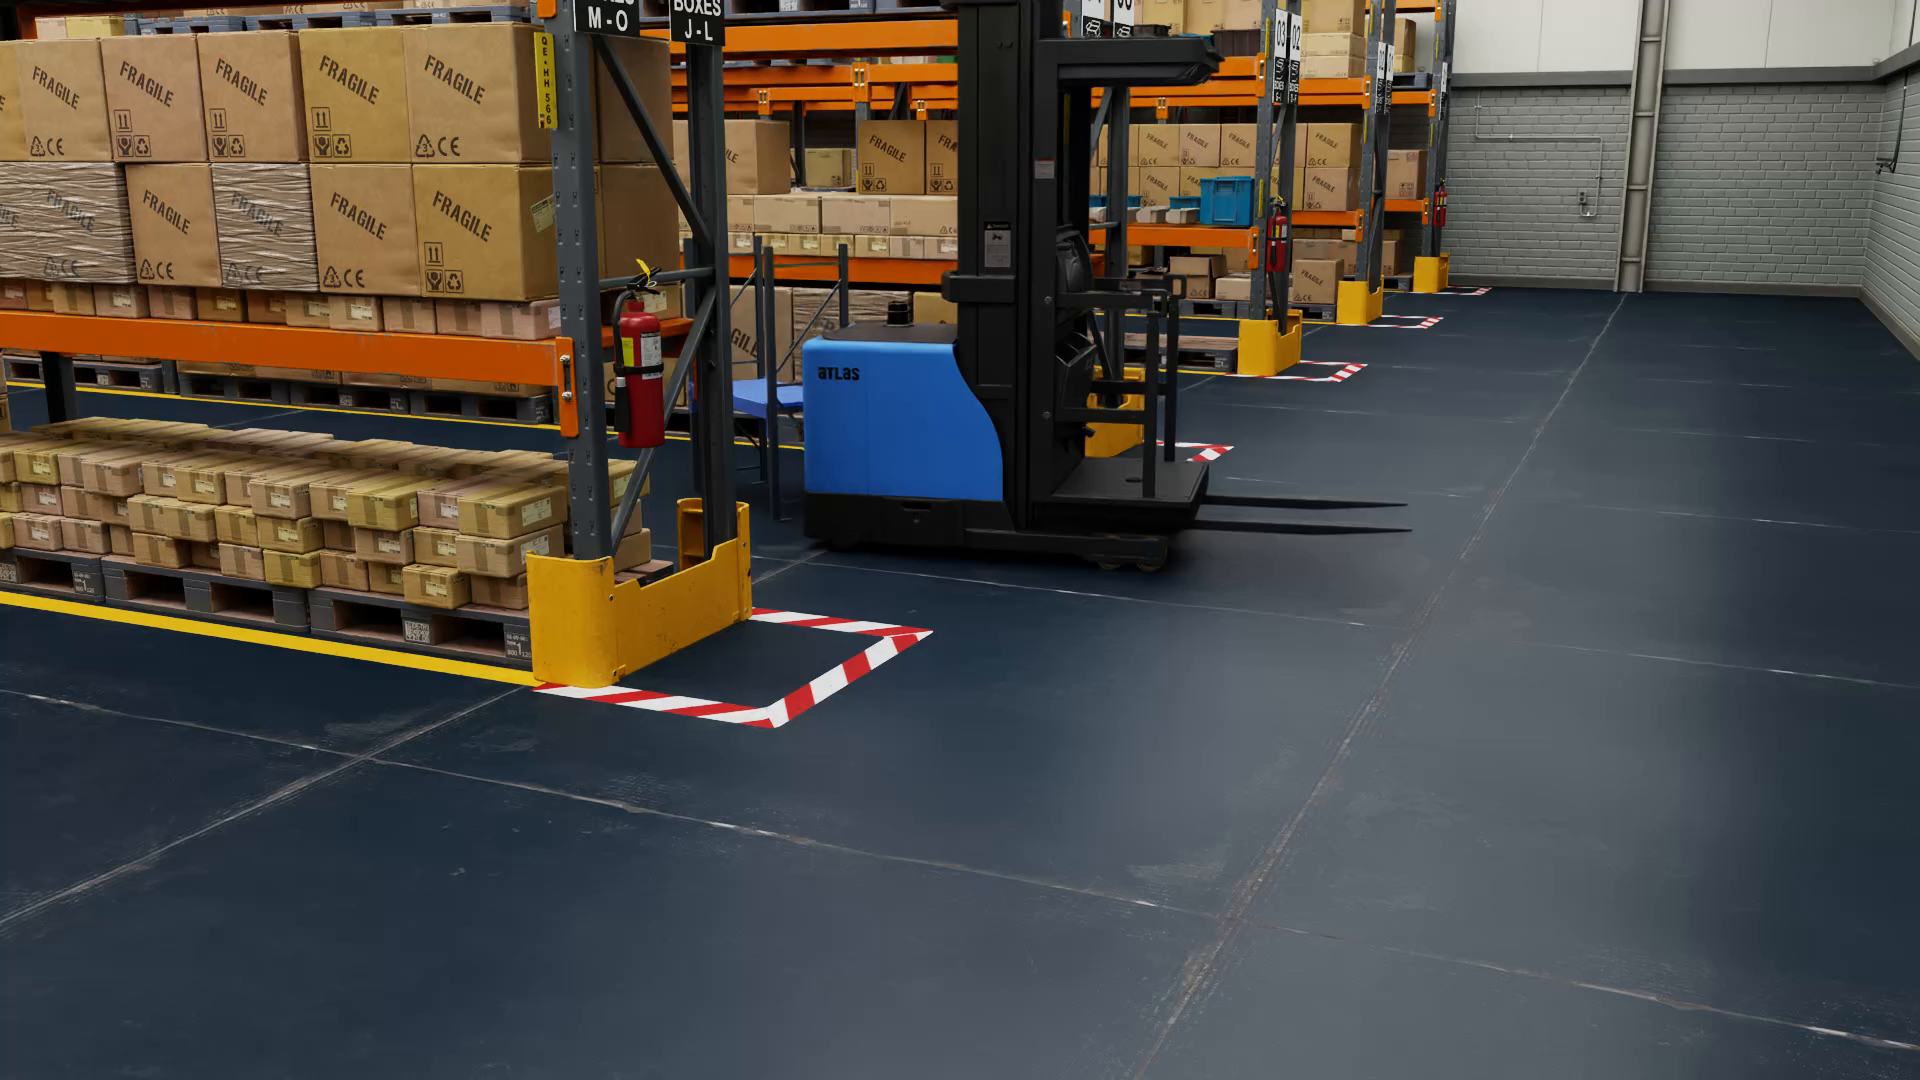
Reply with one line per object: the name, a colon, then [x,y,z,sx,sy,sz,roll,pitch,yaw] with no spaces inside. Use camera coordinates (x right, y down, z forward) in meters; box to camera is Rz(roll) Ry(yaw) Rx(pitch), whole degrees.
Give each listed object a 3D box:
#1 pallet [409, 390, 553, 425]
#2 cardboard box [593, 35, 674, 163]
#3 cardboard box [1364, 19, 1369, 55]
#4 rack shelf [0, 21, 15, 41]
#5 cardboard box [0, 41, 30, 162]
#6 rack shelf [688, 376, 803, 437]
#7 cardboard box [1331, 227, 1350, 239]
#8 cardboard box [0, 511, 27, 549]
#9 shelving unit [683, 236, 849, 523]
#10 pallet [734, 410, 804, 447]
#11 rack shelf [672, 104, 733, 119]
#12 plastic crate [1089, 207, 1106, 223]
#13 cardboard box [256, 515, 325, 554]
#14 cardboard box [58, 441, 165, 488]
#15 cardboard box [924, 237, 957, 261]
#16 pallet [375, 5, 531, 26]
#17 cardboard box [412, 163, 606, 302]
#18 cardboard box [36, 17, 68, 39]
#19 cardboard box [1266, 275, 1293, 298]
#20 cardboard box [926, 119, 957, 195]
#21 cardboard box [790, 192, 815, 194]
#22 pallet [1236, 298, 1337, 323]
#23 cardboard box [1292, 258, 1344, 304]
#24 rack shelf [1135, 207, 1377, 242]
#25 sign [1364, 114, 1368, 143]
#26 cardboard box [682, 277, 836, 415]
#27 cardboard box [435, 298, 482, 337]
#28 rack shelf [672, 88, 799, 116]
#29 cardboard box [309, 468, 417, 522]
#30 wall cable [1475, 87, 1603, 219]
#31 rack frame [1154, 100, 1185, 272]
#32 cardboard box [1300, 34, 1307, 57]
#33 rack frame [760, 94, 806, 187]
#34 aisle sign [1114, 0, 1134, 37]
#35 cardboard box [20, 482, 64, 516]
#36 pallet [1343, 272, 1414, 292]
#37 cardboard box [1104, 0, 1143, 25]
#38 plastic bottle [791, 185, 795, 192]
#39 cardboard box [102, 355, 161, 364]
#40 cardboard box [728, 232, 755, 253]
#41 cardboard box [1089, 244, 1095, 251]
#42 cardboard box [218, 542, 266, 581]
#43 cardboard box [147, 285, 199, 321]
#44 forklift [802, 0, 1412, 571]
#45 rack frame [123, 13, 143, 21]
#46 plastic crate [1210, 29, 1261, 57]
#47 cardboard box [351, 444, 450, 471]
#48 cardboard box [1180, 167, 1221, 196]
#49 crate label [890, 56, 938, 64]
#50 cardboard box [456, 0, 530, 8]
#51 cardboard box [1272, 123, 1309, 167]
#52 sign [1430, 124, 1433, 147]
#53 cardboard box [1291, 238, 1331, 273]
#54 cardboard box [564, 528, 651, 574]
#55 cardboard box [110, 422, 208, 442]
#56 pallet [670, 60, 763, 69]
pallet: [-3.512,-1.114,13.040,1.213,0.211,1.003,6,14,23]
cardboard box: [-1.523,-1.796,6.786,0.500,0.500,0.500,6,14,23]
cardboard box: [5.668,-7.214,23.917,0.500,0.500,0.500,6,15,25]
rack shelf: [-6.705,-2.684,8.638,4.000,0.370,1.077,6,14,23]
cardboard box: [-4.083,-1.932,7.364,0.500,0.500,0.500,5,14,22]
rack shelf: [-1.112,-0.781,9.586,0.538,0.185,1.000,-9,16,-33]
cardboard box: [5.723,-4.597,24.912,0.250,0.149,0.380,6,14,24]
cardboard box: [-4.431,-0.080,7.853,0.250,0.149,0.380,6,15,25]
shelving unit: [-1.112,-0.956,9.545,0.538,1.500,1.048,-9,16,-33]
pallet: [-0.993,-0.859,11.954,1.213,0.211,1.003,6,14,23]
rack shelf: [-5.900,-7.555,29.395,4.000,0.370,1.077,6,14,23]
plastic crate: [1.267,-3.093,15.815,0.250,0.136,0.298,6,14,23]
cardboard box: [-2.772,-0.063,7.126,0.250,0.149,0.380,6,14,24]
cardboard box: [-3.919,-0.350,7.699,0.250,0.149,0.380,5,14,22]
cardboard box: [-0.046,-1.935,10.985,0.250,0.149,0.380,6,14,23]
pallet: [-3.634,-3.858,12.481,1.217,0.209,0.805,5,14,21]
cardboard box: [-1.735,-1.200,6.435,0.500,0.500,0.500,6,15,24]
cardboard box: [-7.426,-4.209,13.889,0.500,0.250,0.500,6,14,23]
cardboard box: [4.058,-3.146,20.651,0.500,0.250,0.500,6,14,23]
cardboard box: [0.095,-2.630,11.431,0.500,0.500,0.500,5,14,22]
cardboard box: [-1.325,-2.407,12.124,0.500,0.250,0.500,6,15,24]
pallet: [4.099,-2.837,20.386,1.213,0.211,1.003,6,14,23]
cardboard box: [4.301,-3.111,19.954,0.500,0.500,0.500,6,14,23]
rack shelf: [3.069,-3.949,20.594,4.000,0.370,1.077,6,14,23]
sign: [4.654,-4.718,19.069,0.005,0.325,0.100,6,14,23]
cardboard box: [-1.382,-1.425,11.993,0.875,0.875,0.875,6,14,23]
cardboard box: [-1.844,-0.899,6.569,0.250,0.149,0.380,6,14,23]
rack shelf: [-4.245,-6.150,23.406,4.000,0.370,1.077,6,14,23]
cardboard box: [-2.512,-0.191,7.023,0.250,0.149,0.380,5,14,21]
wall cable: [8.454,-5.723,24.355,1.851,1.984,0.084,6,14,23]
rack frame: [3.243,-5.520,25.712,0.127,3.000,1.000,6,14,23]
cardboard box: [3.867,-5.786,19.513,0.500,0.250,0.500,6,14,23]
rack frame: [-2.417,-4.855,22.878,0.127,3.000,1.000,6,14,23]
aisle sign: [1.069,-3.367,10.849,0.004,0.787,0.394,6,14,23]
cardboard box: [-4.170,-0.231,7.841,0.250,0.149,0.380,6,14,23]
pallet: [6.138,-3.850,24.699,1.213,0.211,1.003,6,14,23]
cardboard box: [2.100,-6.368,20.351,0.500,0.500,0.700,6,14,23]
plastic bottle: [-1.742,-3.443,16.970,0.185,0.351,0.144,6,14,23]
cardboard box: [-7.053,-1.841,14.544,0.500,0.500,0.700,5,14,20]
cardboard box: [-1.454,-2.077,11.590,0.250,0.149,0.380,6,14,24]
cardboard box: [1.783,-4.792,26.398,0.750,0.750,0.750,6,15,25]
cardboard box: [-3.000,0.054,7.280,0.250,0.149,0.380,6,15,24]
cardboard box: [-3.263,-1.046,7.195,0.250,0.149,0.380,6,15,25]
forklift: [0.765,-1.407,8.334,3.031,2.935,1.130,3,14,12]
rack frame: [-6.433,-5.707,13.376,0.127,3.000,1.000,6,14,23]
plastic crate: [2.649,-4.571,15.388,0.590,0.269,0.497,6,14,23]
cardboard box: [-2.550,-0.329,7.608,0.250,0.149,0.380,6,15,25]
cardboard box: [2.987,-4.289,20.248,0.500,0.500,0.500,6,14,22]
crate label: [-0.439,-4.677,16.131,0.466,0.136,0.293,6,14,23]
cardboard box: [-3.310,-4.181,12.302,0.500,0.500,0.700,6,15,25]
cardboard box: [3.917,-4.680,19.727,0.500,0.500,0.500,6,15,25]
sign: [6.668,-5.717,23.498,0.005,0.325,0.100,6,14,23]
cardboard box: [5.302,-4.274,24.954,0.500,0.500,0.700,5,14,21]
cardboard box: [-1.569,0.049,7.301,0.250,0.149,0.380,6,15,24]
cardboard box: [-3.966,-0.480,8.253,0.250,0.149,0.380,6,14,23]
pallet: [-2.564,-4.975,17.239,1.213,0.211,1.003,6,14,23]
